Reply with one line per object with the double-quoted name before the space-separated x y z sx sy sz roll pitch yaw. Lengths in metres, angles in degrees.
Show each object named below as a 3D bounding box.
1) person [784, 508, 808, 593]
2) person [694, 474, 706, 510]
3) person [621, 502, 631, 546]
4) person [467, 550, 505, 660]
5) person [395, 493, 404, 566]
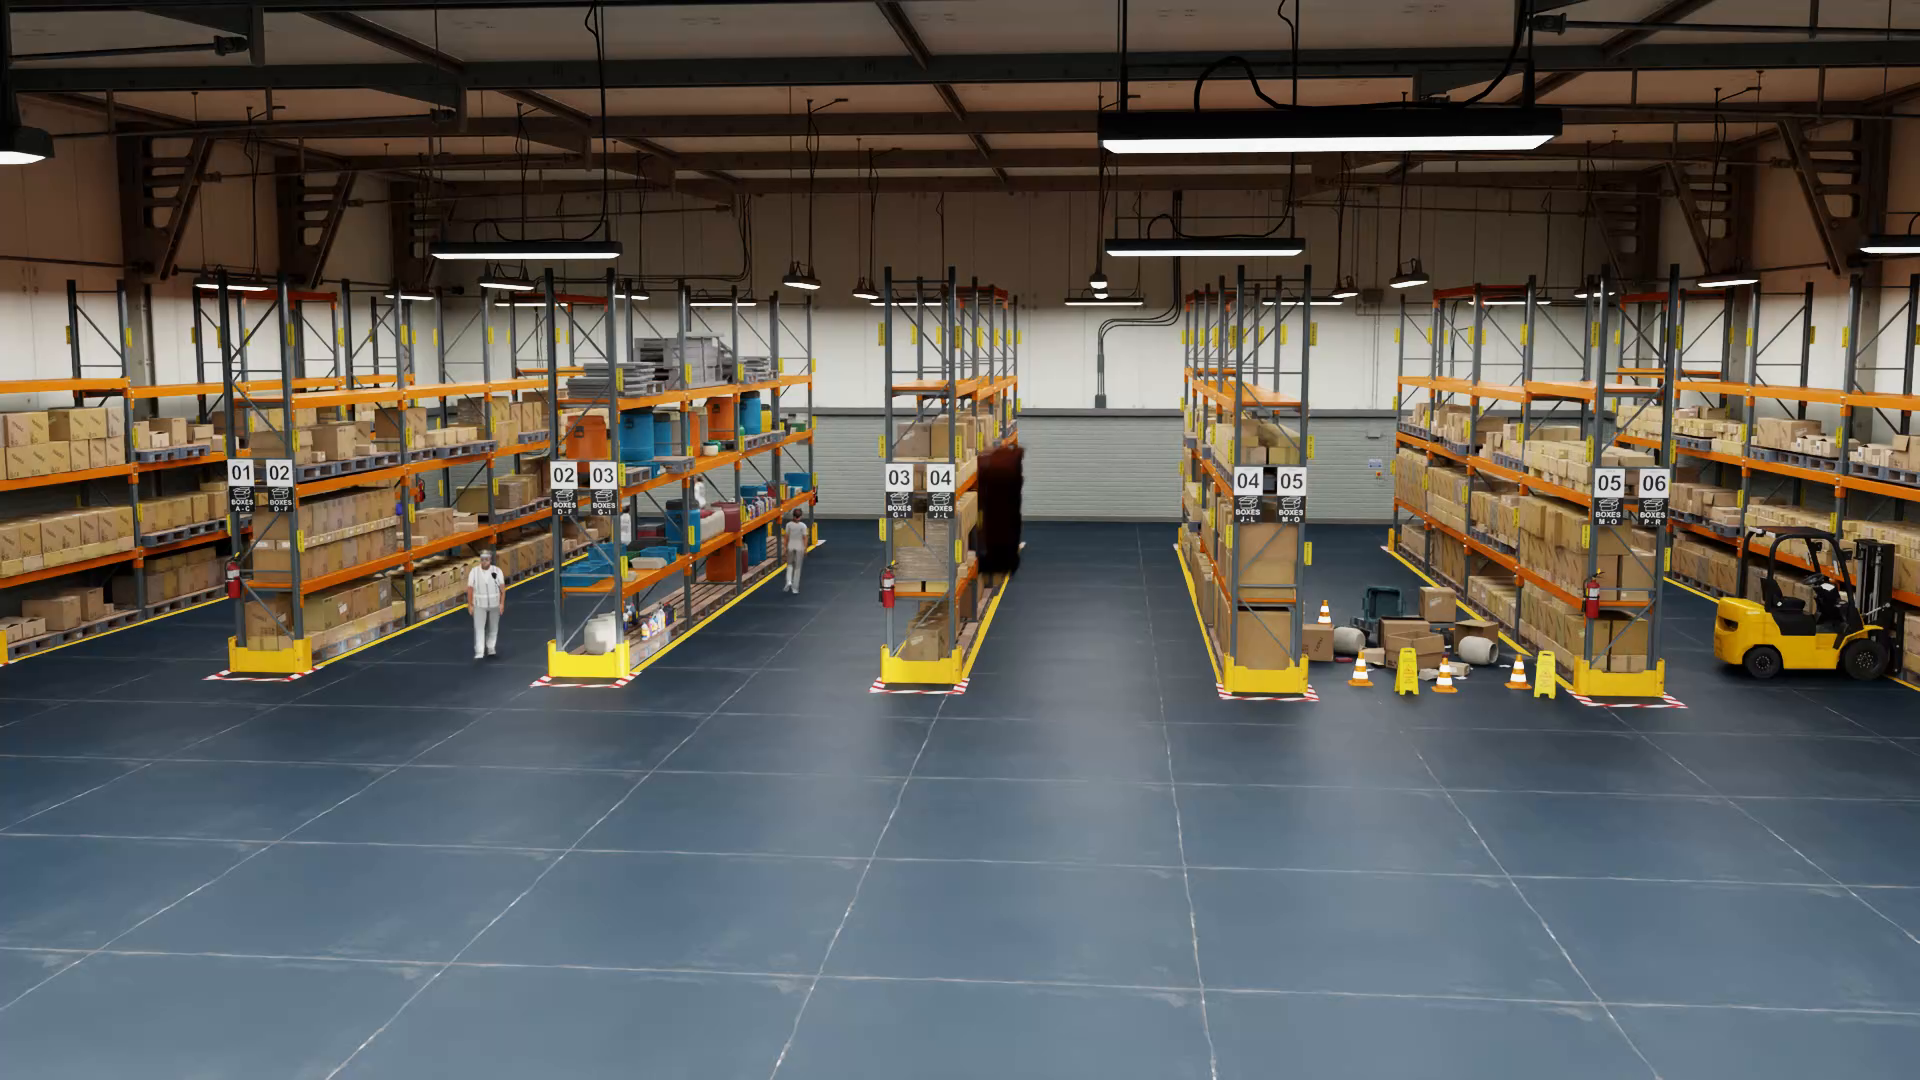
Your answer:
"person" -3.216 0.213 32.565 0.481 1.668 0.463 1 7 10
"person" -6.473 -0.813 41.145 0.599 1.712 0.528 3 7 22
"person" -6.823 0.065 33.869 0.521 1.680 0.485 4 8 32
"person" -7.345 0.998 25.823 0.570 1.707 1.080 -3 8 -24
"person" -12.233 -0.257 36.625 0.425 1.595 1.045 1 7 4
